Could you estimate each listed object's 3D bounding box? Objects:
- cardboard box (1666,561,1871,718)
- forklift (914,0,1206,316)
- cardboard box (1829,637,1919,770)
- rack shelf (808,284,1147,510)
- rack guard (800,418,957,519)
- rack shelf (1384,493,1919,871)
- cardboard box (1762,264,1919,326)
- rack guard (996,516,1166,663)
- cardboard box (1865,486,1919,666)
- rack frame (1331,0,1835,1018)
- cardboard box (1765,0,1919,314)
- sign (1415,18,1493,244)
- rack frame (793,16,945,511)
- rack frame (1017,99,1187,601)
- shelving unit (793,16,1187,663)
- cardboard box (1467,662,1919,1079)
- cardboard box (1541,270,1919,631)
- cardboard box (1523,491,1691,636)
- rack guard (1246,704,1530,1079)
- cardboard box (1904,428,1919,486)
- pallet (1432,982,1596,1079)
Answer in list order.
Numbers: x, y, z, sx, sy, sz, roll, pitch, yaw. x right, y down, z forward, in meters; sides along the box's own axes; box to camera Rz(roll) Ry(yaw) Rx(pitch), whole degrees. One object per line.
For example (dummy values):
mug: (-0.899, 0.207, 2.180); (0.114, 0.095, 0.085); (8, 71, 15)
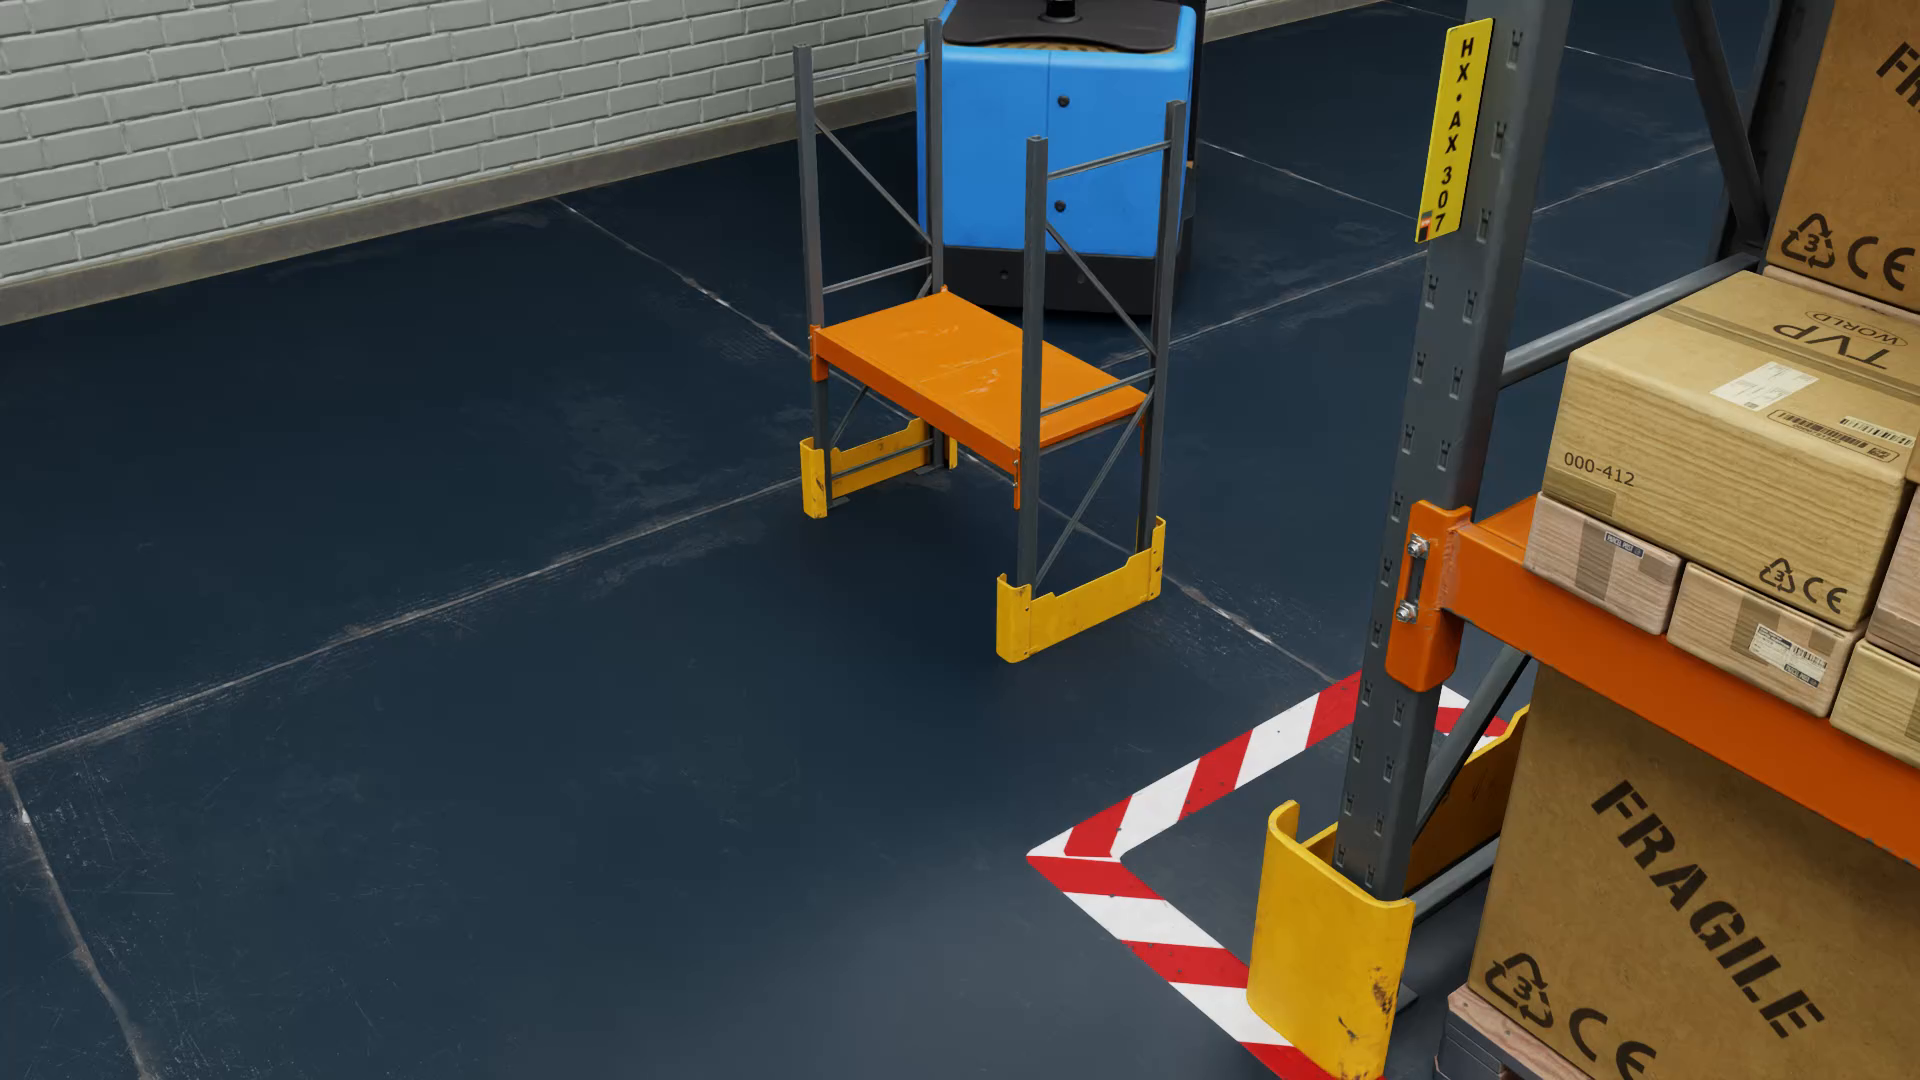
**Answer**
cardboard box: (1.297, 0.083, 2.512); (0.380, 0.149, 0.250); (-23, 38, -32)
forklift: (0.554, -2.888, 7.123); (1.130, 2.935, 3.031); (5, 32, 7)
cardboard box: (1.454, 0.189, 2.340); (0.380, 0.149, 0.250); (-23, 39, -32)
rack shelf: (0.052, -0.449, 4.892); (0.538, 0.185, 1.000); (-22, 38, -31)
rack guard: (-0.259, -0.282, 5.467); (0.587, 0.250, 0.087); (-22, 38, -31)
rack shelf: (2.408, 0.754, 1.875); (1.077, 0.370, 4.000); (-22, 38, -31)
cardboard box: (1.688, -0.332, 2.801); (0.500, 0.250, 0.500); (-23, 39, -32)
rack guard: (0.352, 0.133, 4.799); (0.587, 0.250, 0.087); (-22, 38, -31)
cardboard box: (1.586, 0.054, 2.180); (0.500, 0.250, 0.500); (-23, 38, -32)
rack frame: (1.181, -0.385, 3.027); (1.000, 3.000, 0.127); (-22, 38, -31)
cardboard box: (1.688, -0.648, 2.600); (0.500, 0.500, 0.500); (-22, 38, -31)
sign: (0.739, -0.609, 2.493); (0.100, 0.325, 0.005); (-22, 38, -31)
rack frame: (-0.259, -0.813, 5.138); (0.500, 1.500, 0.032); (-22, 38, -31)
rack frame: (0.364, -0.390, 4.456); (0.500, 1.500, 0.032); (-22, 38, -31)
shelving unit: (0.047, -0.605, 4.803); (0.587, 1.500, 1.083); (-22, 38, -31)
cardboard box: (1.637, 0.580, 3.089); (0.875, 0.875, 0.875); (-22, 38, -31)
cardboard box: (1.262, -0.160, 2.525); (0.500, 0.250, 0.500); (-23, 39, -33)
cardboard box: (1.138, -0.024, 2.683); (0.380, 0.149, 0.250); (-22, 38, -31)
rack guard: (1.167, 0.667, 3.703); (1.175, 0.500, 0.348); (-22, 38, -31)
cardboard box: (1.569, -0.271, 1.992); (0.500, 0.500, 0.500); (-23, 39, -32)
pallet: (1.733, 1.107, 3.267); (1.003, 0.211, 1.213); (-22, 38, -31)
